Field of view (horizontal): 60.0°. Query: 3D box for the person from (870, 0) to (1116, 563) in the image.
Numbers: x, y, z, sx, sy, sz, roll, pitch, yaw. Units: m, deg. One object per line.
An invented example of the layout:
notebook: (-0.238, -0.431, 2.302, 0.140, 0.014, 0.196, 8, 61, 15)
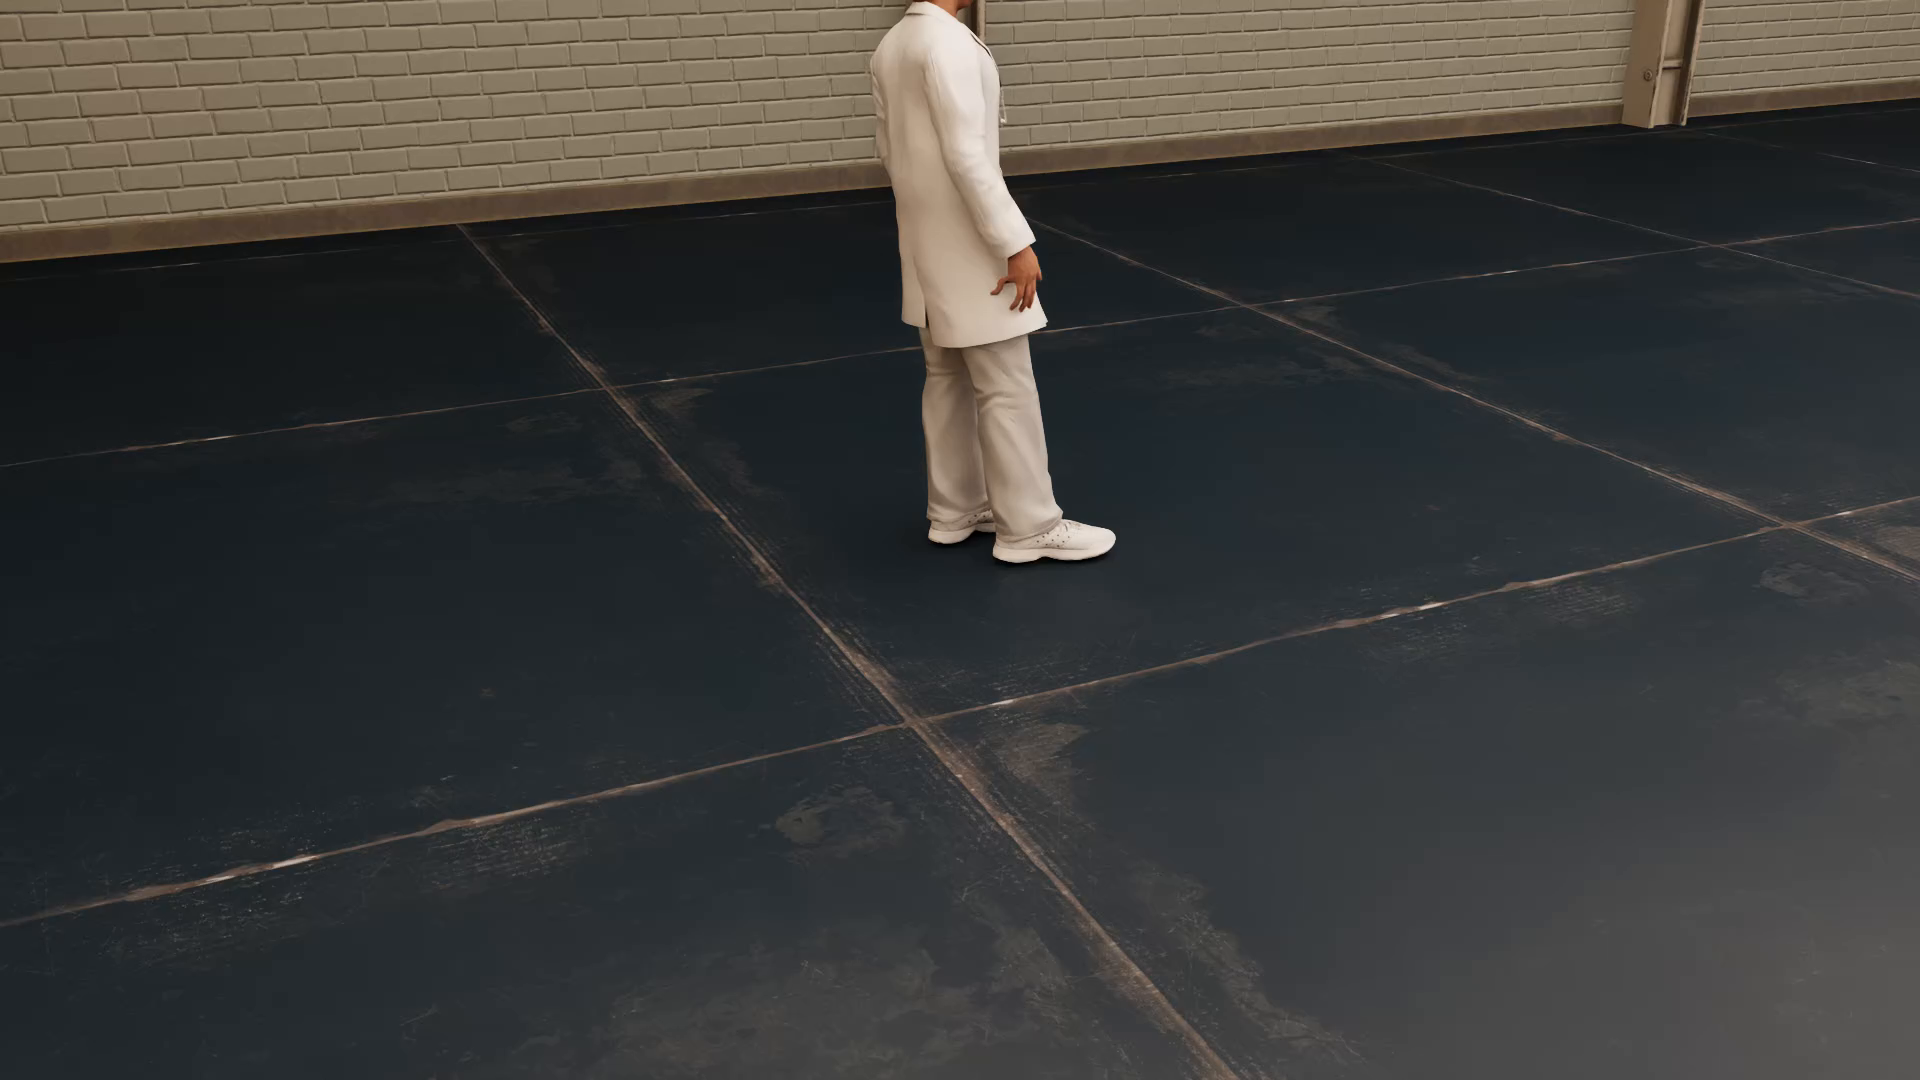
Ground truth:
person: (0.084, -0.841, 4.794, 0.581, 1.776, 0.696, -10, 25, -23)
